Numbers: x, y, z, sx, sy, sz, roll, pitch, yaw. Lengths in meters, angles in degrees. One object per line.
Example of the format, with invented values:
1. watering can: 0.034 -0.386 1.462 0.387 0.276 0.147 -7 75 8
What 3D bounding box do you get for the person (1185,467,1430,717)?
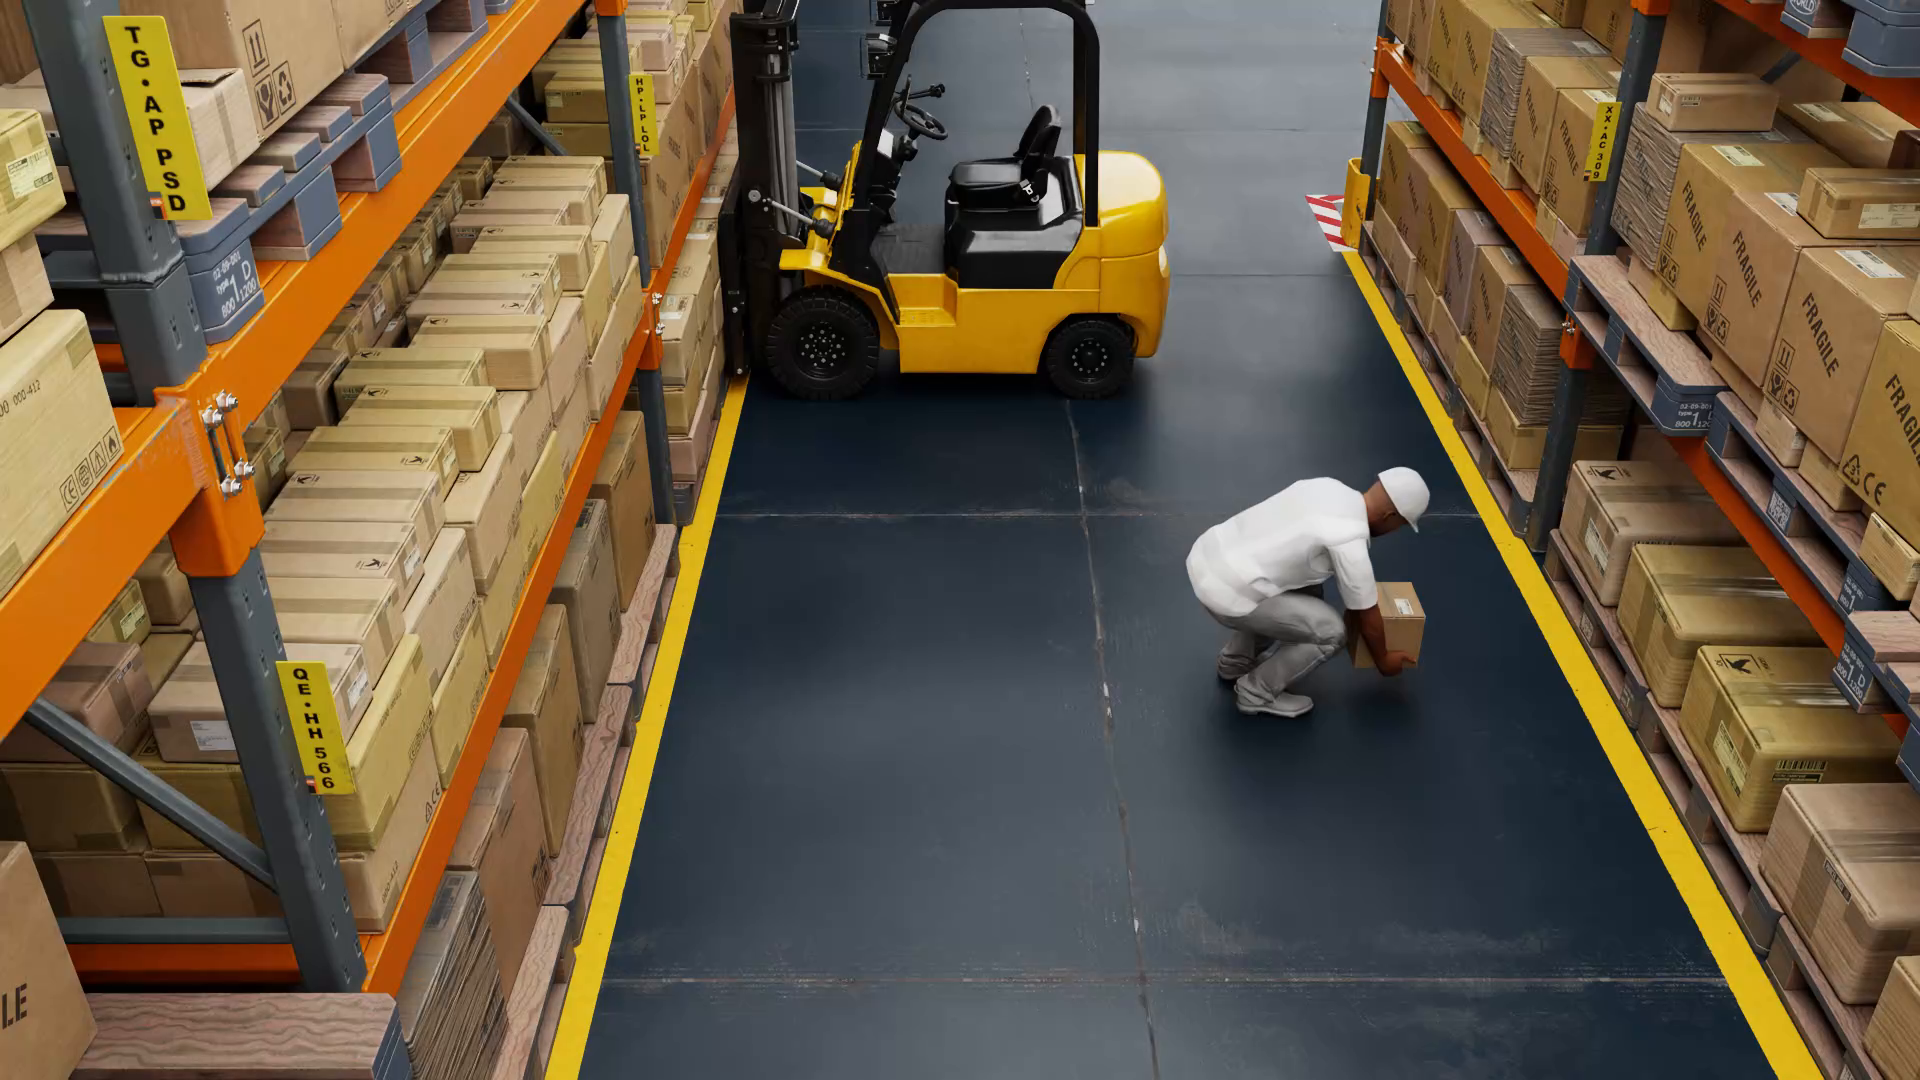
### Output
1. person: 1.346 0.178 6.553 0.911 1.010 0.534 -1 31 -2
